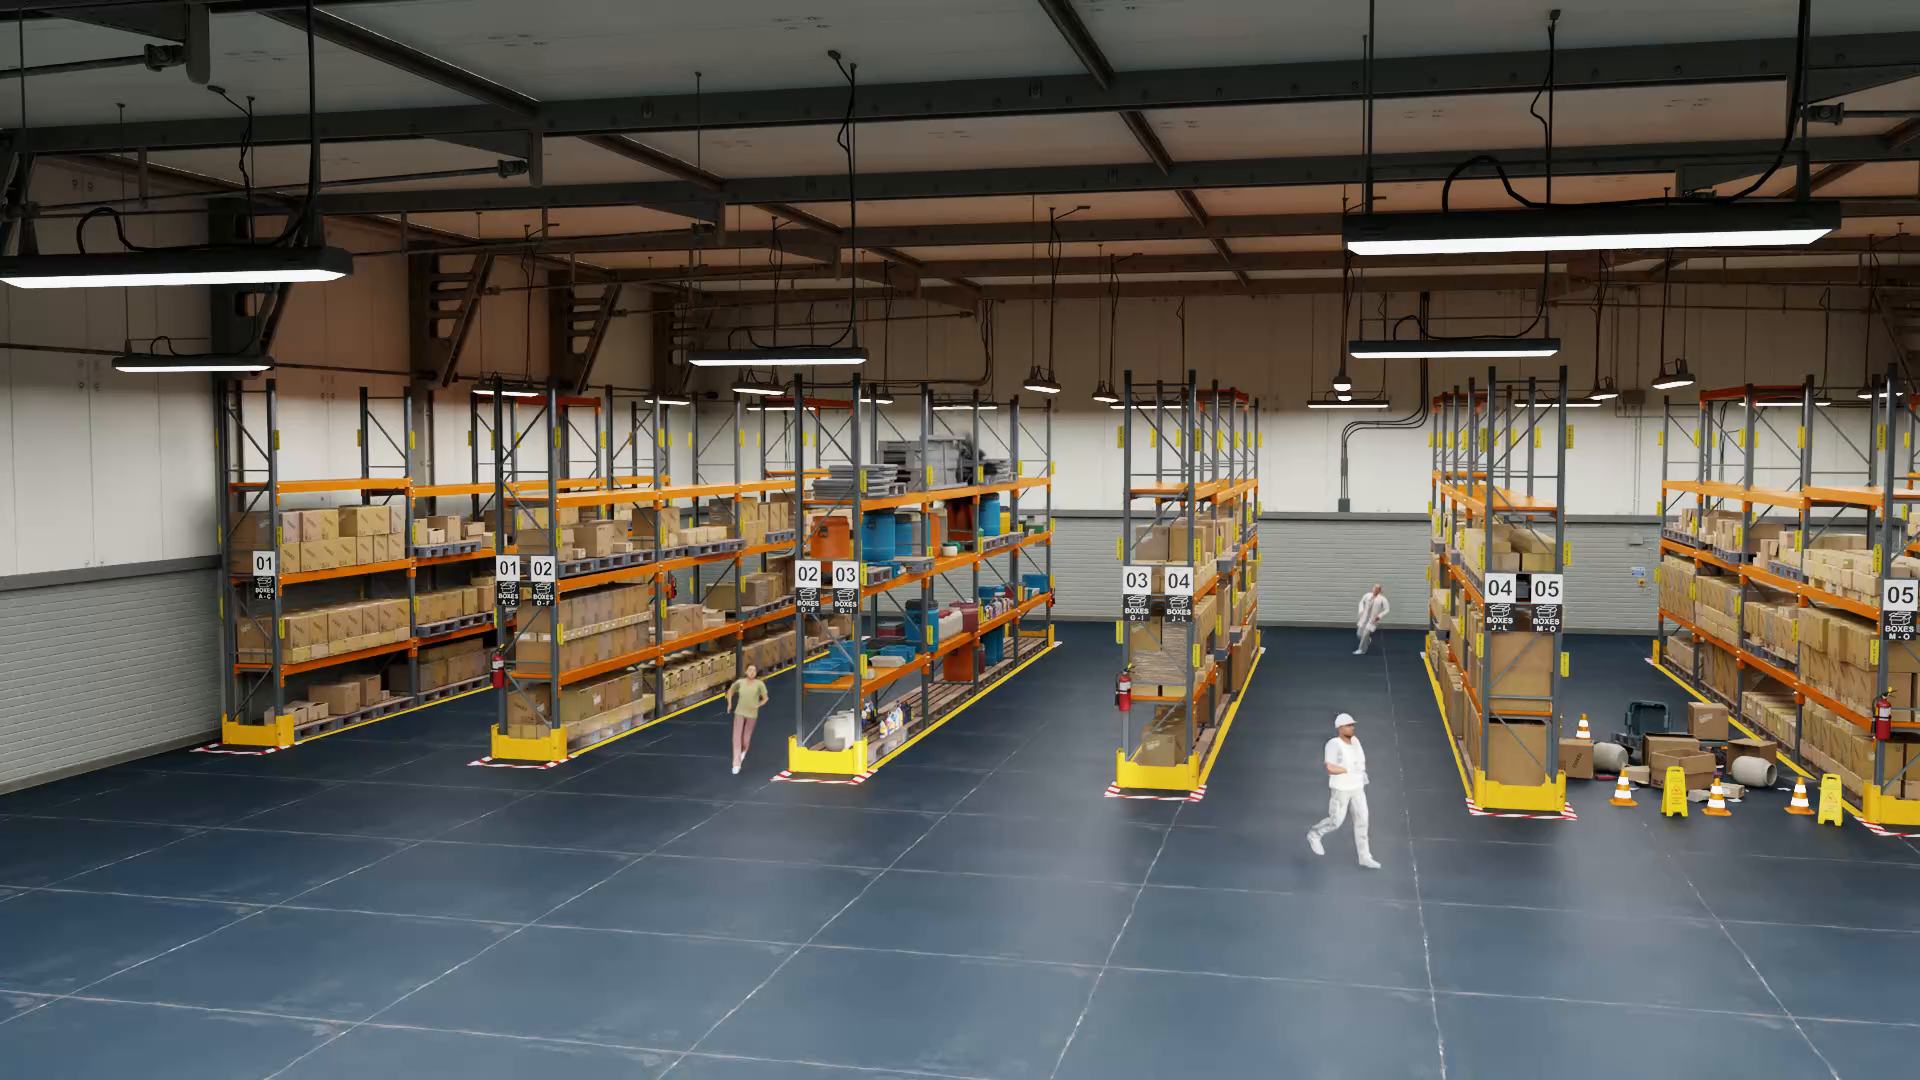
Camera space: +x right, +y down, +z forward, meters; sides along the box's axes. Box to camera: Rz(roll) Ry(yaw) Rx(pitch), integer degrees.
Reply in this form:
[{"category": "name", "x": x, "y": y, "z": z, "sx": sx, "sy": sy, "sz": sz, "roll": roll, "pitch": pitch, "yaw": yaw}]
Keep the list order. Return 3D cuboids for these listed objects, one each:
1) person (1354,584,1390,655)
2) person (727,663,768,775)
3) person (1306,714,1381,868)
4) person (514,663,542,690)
[{"category": "person", "x": 9.628, "y": 1.845, "z": 38.714, "sx": 0.785, "sy": 1.656, "sz": 0.677, "roll": 2, "pitch": 4, "yaw": 31}, {"category": "person", "x": -3.226, "y": 2.687, "z": 25.294, "sx": 0.624, "sy": 1.643, "sz": 0.828, "roll": 0, "pitch": 3, "yaw": -3}, {"category": "person", "x": 4.531, "y": 2.920, "z": 19.545, "sx": 0.691, "sy": 1.762, "sz": 0.988, "roll": -3, "pitch": 4, "yaw": -37}, {"category": "person", "x": -7.643, "y": 2.345, "z": 29.575, "sx": 0.662, "sy": 1.714, "sz": 0.953, "roll": 0, "pitch": 3, "yaw": 7}]
